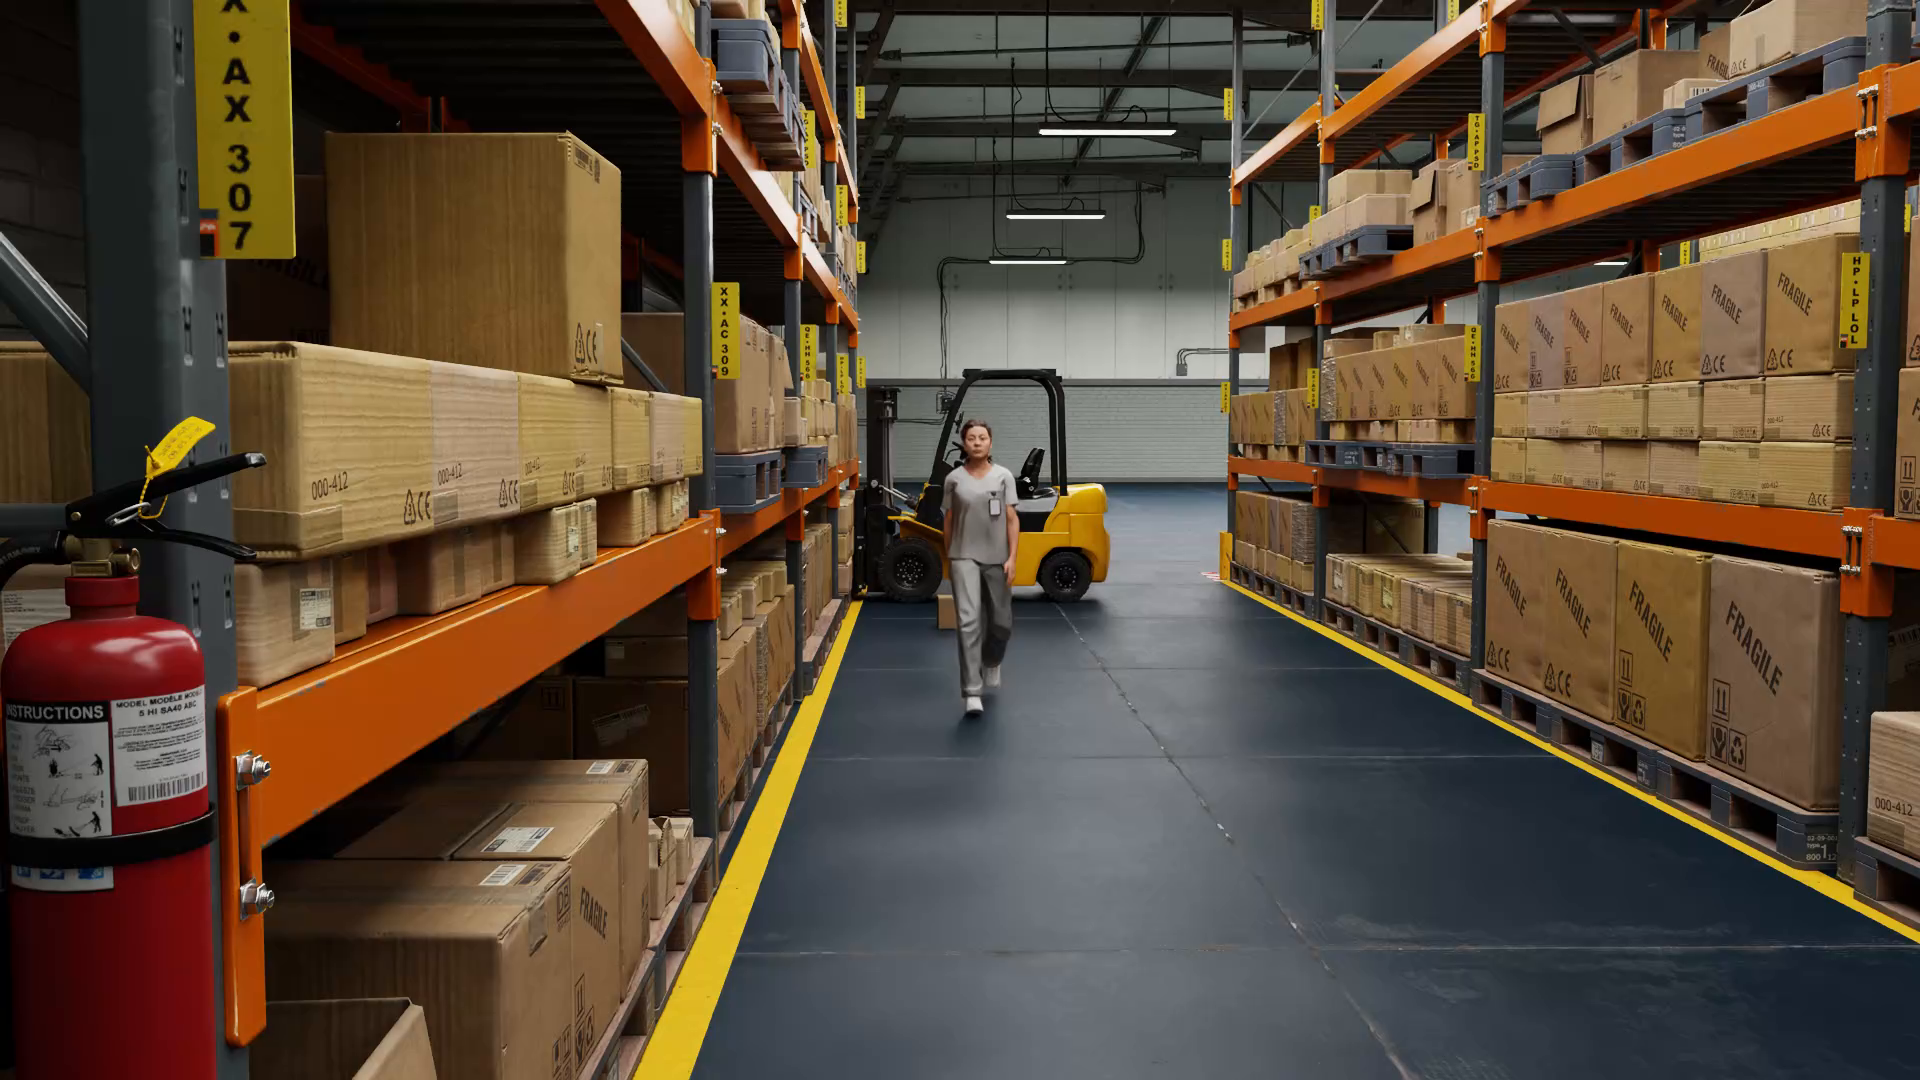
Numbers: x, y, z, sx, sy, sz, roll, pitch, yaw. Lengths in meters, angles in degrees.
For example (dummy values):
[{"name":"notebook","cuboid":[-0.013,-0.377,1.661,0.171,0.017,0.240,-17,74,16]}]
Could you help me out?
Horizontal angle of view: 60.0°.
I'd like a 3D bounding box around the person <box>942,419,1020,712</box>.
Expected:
[{"name":"person","cuboid":[0.116,0.124,9.575,0.440,1.638,0.893,0,4,-4]}]
